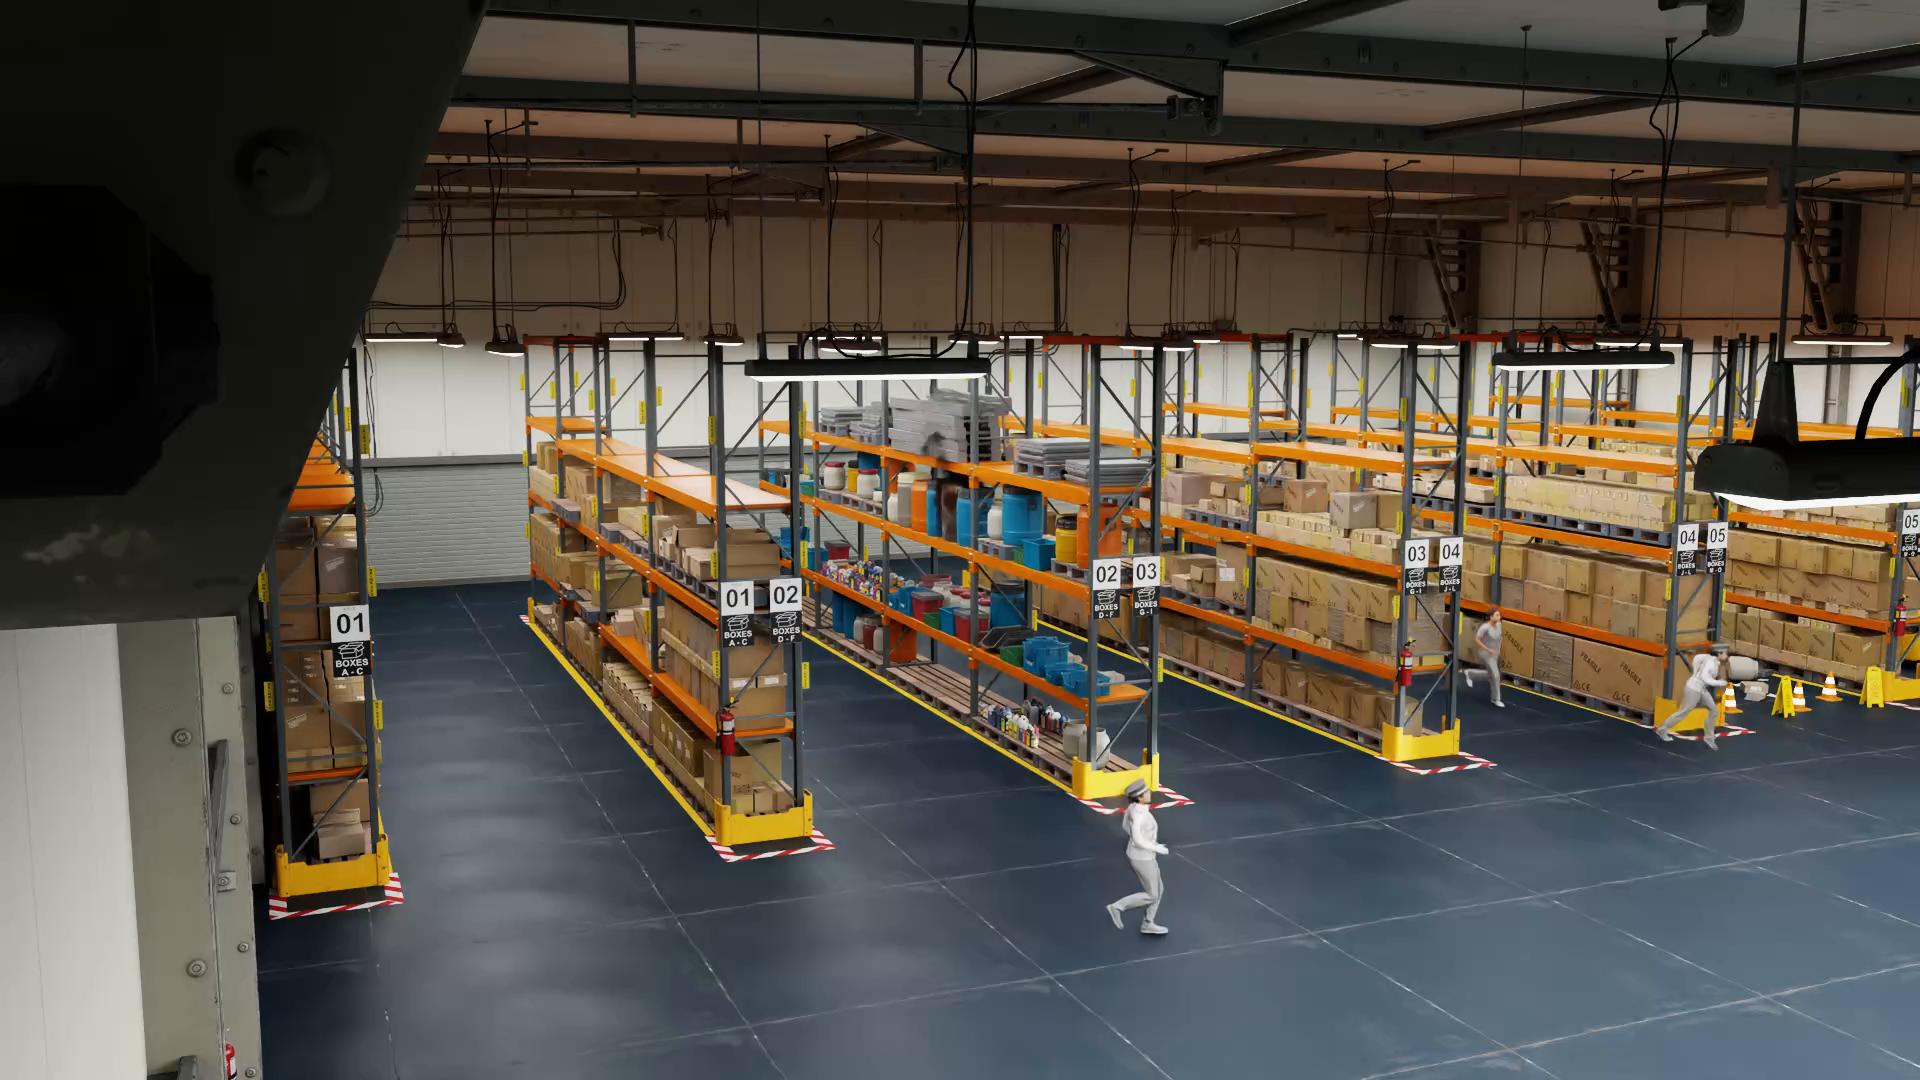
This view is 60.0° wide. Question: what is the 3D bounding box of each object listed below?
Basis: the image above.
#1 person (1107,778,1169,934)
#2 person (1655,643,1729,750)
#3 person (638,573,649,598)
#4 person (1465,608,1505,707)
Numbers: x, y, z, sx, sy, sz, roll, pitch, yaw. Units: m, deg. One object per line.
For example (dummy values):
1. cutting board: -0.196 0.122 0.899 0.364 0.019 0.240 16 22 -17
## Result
1. person: 1.826 3.250 17.092 0.652 1.650 0.620 0 8 -2
2. person: 10.863 2.299 24.683 0.948 1.630 0.655 4 8 25
3. person: -6.679 0.860 35.295 0.607 1.593 0.601 7 10 42
4. person: 8.698 1.906 27.461 0.576 1.648 0.747 -5 9 -34
